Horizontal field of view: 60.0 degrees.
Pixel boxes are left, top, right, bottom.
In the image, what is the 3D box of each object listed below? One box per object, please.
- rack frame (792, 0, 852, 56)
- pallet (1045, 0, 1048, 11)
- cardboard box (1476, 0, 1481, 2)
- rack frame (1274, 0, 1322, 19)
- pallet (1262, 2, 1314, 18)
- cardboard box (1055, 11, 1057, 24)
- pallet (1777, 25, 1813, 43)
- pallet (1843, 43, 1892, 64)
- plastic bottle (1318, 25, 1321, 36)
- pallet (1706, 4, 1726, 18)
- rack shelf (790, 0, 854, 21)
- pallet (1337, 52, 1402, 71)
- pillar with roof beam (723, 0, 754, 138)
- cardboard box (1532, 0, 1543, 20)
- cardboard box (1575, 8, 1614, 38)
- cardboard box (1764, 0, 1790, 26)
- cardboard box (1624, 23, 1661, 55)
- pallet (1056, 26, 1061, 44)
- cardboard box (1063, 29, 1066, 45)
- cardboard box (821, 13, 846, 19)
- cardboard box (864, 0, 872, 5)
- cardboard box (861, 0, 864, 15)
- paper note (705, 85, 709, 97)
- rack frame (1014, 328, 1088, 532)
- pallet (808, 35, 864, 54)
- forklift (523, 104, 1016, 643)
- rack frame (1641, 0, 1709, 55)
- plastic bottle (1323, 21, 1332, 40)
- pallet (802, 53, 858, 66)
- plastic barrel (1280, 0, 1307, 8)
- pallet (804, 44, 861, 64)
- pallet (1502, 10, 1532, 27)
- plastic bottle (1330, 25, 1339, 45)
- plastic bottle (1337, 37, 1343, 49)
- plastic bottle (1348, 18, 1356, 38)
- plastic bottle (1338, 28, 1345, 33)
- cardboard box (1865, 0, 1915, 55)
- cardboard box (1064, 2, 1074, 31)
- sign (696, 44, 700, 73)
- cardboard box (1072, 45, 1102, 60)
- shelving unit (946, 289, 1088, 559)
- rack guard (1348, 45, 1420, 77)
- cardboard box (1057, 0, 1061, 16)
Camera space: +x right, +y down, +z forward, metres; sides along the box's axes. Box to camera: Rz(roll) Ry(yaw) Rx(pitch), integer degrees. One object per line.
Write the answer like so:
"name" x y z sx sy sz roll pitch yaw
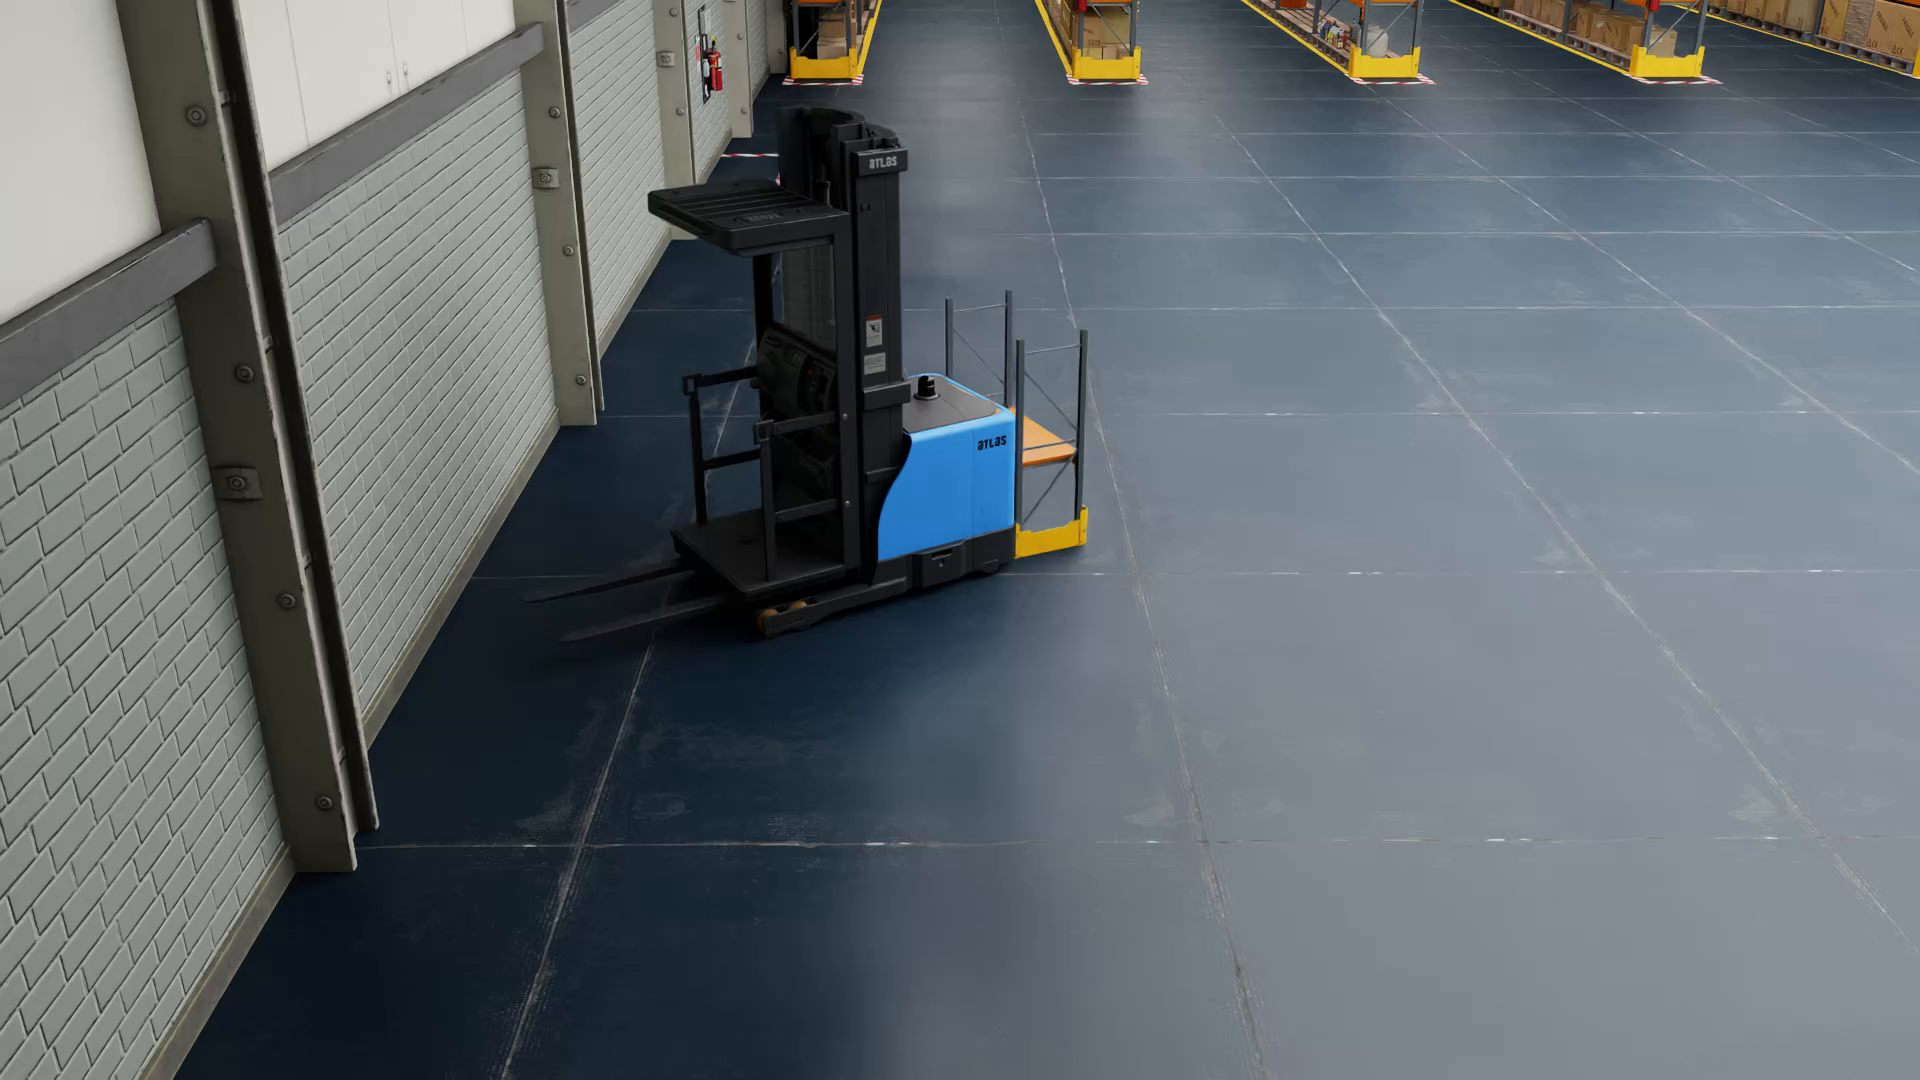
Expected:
"rack frame" -2.392 -9.497 28.607 1.000 3.000 0.127 0 24 -1
"pallet" 2.493 -12.356 38.313 1.003 0.211 1.213 0 24 -1
"cardboard box" 12.391 -12.735 37.836 1.225 0.875 0.875 0 24 0
"rack frame" 7.427 -12.838 35.995 1.000 3.000 0.127 0 24 -1
"pallet" 7.377 -11.892 37.287 1.003 0.211 1.213 0 24 -1
"cardboard box" 2.213 -10.696 34.086 0.500 0.250 0.500 0 24 1
"pallet" 17.300 -10.239 33.634 1.003 0.211 1.213 0 24 -1
"pallet" 17.330 -9.104 31.123 1.003 0.211 1.213 0 24 -1
"plastic bottle" 7.037 -9.940 32.449 0.097 0.201 0.097 0 24 0
"pallet" 17.333 -11.892 37.288 1.003 0.211 1.213 0 24 -1
"rack shelf" -2.414 -9.993 30.578 1.077 0.370 4.000 0 24 -1
"pallet" 7.463 -8.636 30.089 1.003 0.211 1.213 0 24 -1
"pillar with roof beam" 1.105 -10.062 22.577 9.100 9.000 0.400 0 24 -1
"cardboard box" 12.439 -11.183 34.836 0.700 0.500 0.500 2 24 4
"cardboard box" 12.387 -10.099 32.463 0.500 0.500 0.500 -1 24 -2
"cardboard box" 17.280 -11.012 34.177 1.050 0.750 0.750 0 24 -1
"cardboard box" 12.436 -9.119 30.297 0.500 0.500 0.500 6 25 13
"pallet" 2.470 -10.202 33.550 1.003 0.211 1.213 0 24 -1
"cardboard box" 2.220 -9.503 31.448 0.500 0.250 0.500 0 24 -1
"cardboard box" -2.385 -9.779 31.731 0.500 0.500 0.500 -2 24 -5
"cardboard box" -2.356 -12.309 36.924 0.750 0.750 0.750 -1 24 -1
"cardboard box" -2.420 -11.558 35.665 0.700 0.500 0.500 0 24 0
"paper note" -3.278 -5.816 21.538 0.016 0.148 0.142 0 24 -1
"rack frame" 0.585 -0.615 10.789 0.500 1.500 0.032 -12 27 -24
"pallet" -2.393 -9.598 32.215 1.003 0.211 1.213 0 24 -1
"forklift" -1.157 -1.000 9.905 3.031 2.935 1.130 -15 28 -29
"rack frame" 12.467 -9.563 28.755 1.000 3.000 0.127 0 24 -1
"plastic bottle" 7.066 -9.771 31.894 0.144 0.351 0.185 -1 24 -3
"pallet" -2.367 -8.592 29.992 1.003 0.211 1.213 0 24 -1
"plastic barrel" 7.404 -12.242 36.801 0.600 0.830 0.708 0 24 -1
"pallet" -2.377 -9.094 31.101 1.003 0.211 1.213 0 24 -1
"pallet" 12.387 -11.267 35.906 1.003 0.211 1.213 0 24 -1
"plastic bottle" 7.073 -9.519 31.337 0.144 0.351 0.185 1 24 2
"plastic bottle" 7.056 -9.221 30.861 0.097 0.201 0.097 0 24 0
"plastic bottle" 7.622 -9.918 32.220 0.144 0.351 0.185 0 24 -1
"plastic bottle" 7.219 -9.572 31.546 0.152 0.276 0.135 0 24 -1
"cardboard box" 17.342 -9.409 30.482 0.875 0.875 0.875 -1 24 -1
"cardboard box" 2.220 -9.844 31.293 0.500 0.500 0.500 0 24 -1
"sign" -3.308 -6.078 21.006 0.001 0.329 0.234 0 24 -1
"cardboard box" 2.260 -8.679 29.626 0.500 0.250 0.500 0 24 -1
"shelving unit" 0.355 -0.806 11.211 0.587 1.500 1.083 -12 27 -24
"rack guard" 7.466 -8.433 29.290 1.175 0.500 0.348 0 24 -1
"cardboard box" 2.214 -10.743 33.509 0.500 0.311 0.500 0 24 1
